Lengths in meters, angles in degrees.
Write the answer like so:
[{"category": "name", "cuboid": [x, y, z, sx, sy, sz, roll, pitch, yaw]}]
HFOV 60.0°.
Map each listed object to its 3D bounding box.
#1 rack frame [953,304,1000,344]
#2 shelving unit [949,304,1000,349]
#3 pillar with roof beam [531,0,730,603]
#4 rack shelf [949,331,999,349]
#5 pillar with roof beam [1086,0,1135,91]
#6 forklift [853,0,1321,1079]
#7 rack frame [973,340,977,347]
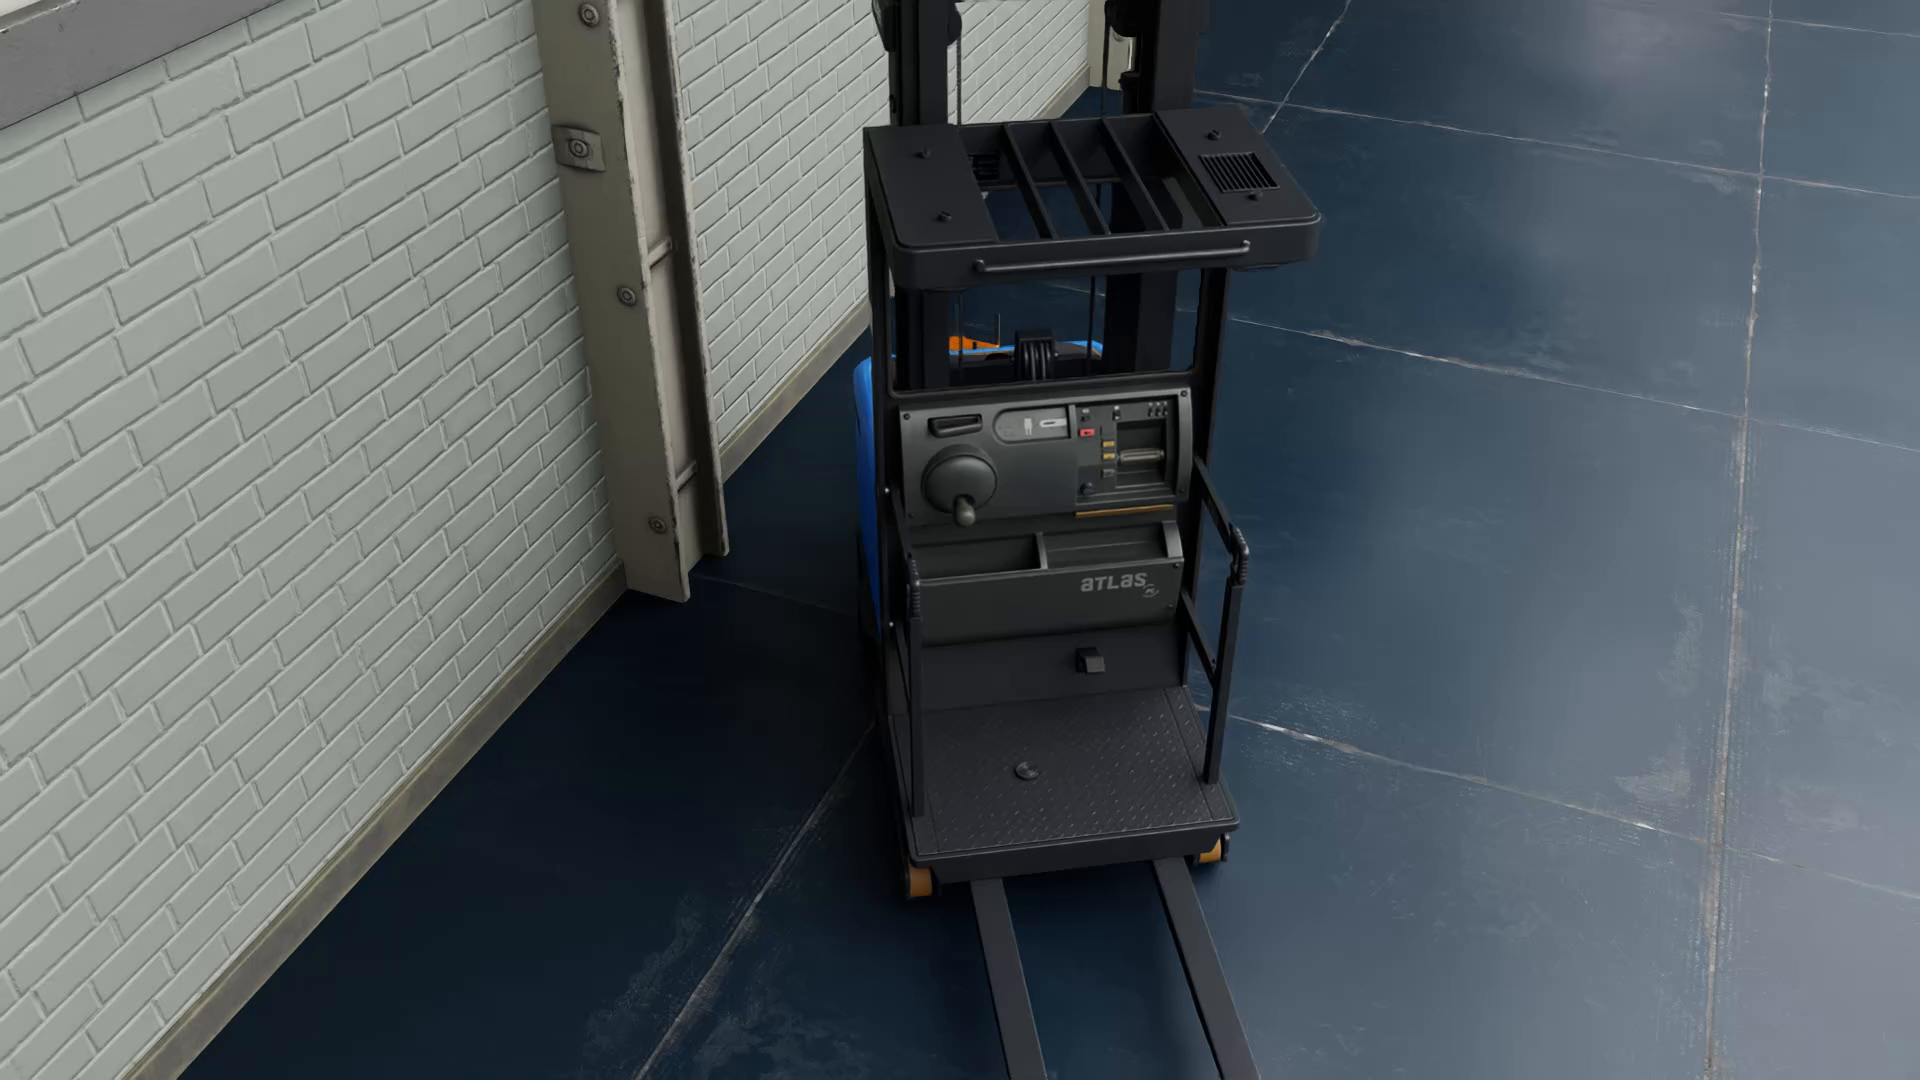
[{"category": "rack frame", "cuboid": [0.067, -0.518, 7.066, 0.200, 1.050, 0.008, 14, 39, 18]}, {"category": "shelving unit", "cuboid": [0.020, -0.450, 6.975, 0.215, 1.050, 0.252, 14, 39, 18]}, {"category": "pillar with roof beam", "cuboid": [2.770, -2.506, 3.087, 9.100, 9.000, 0.400, 14, 39, 18]}, {"category": "rack shelf", "cuboid": [0.020, -0.669, 6.812, 0.215, 0.259, 0.240, 14, 39, 18]}, {"category": "pillar with roof beam", "cuboid": [5.053, -5.828, 7.531, 9.100, 9.000, 0.400, 14, 39, 18]}, {"category": "forklift", "cuboid": [0.310, -0.197, 5.066, 1.130, 2.935, 3.031, -5, 37, -7]}, {"category": "rack frame", "cuboid": [-0.026, -0.383, 6.885, 0.200, 1.050, 0.008, 14, 39, 18]}]
